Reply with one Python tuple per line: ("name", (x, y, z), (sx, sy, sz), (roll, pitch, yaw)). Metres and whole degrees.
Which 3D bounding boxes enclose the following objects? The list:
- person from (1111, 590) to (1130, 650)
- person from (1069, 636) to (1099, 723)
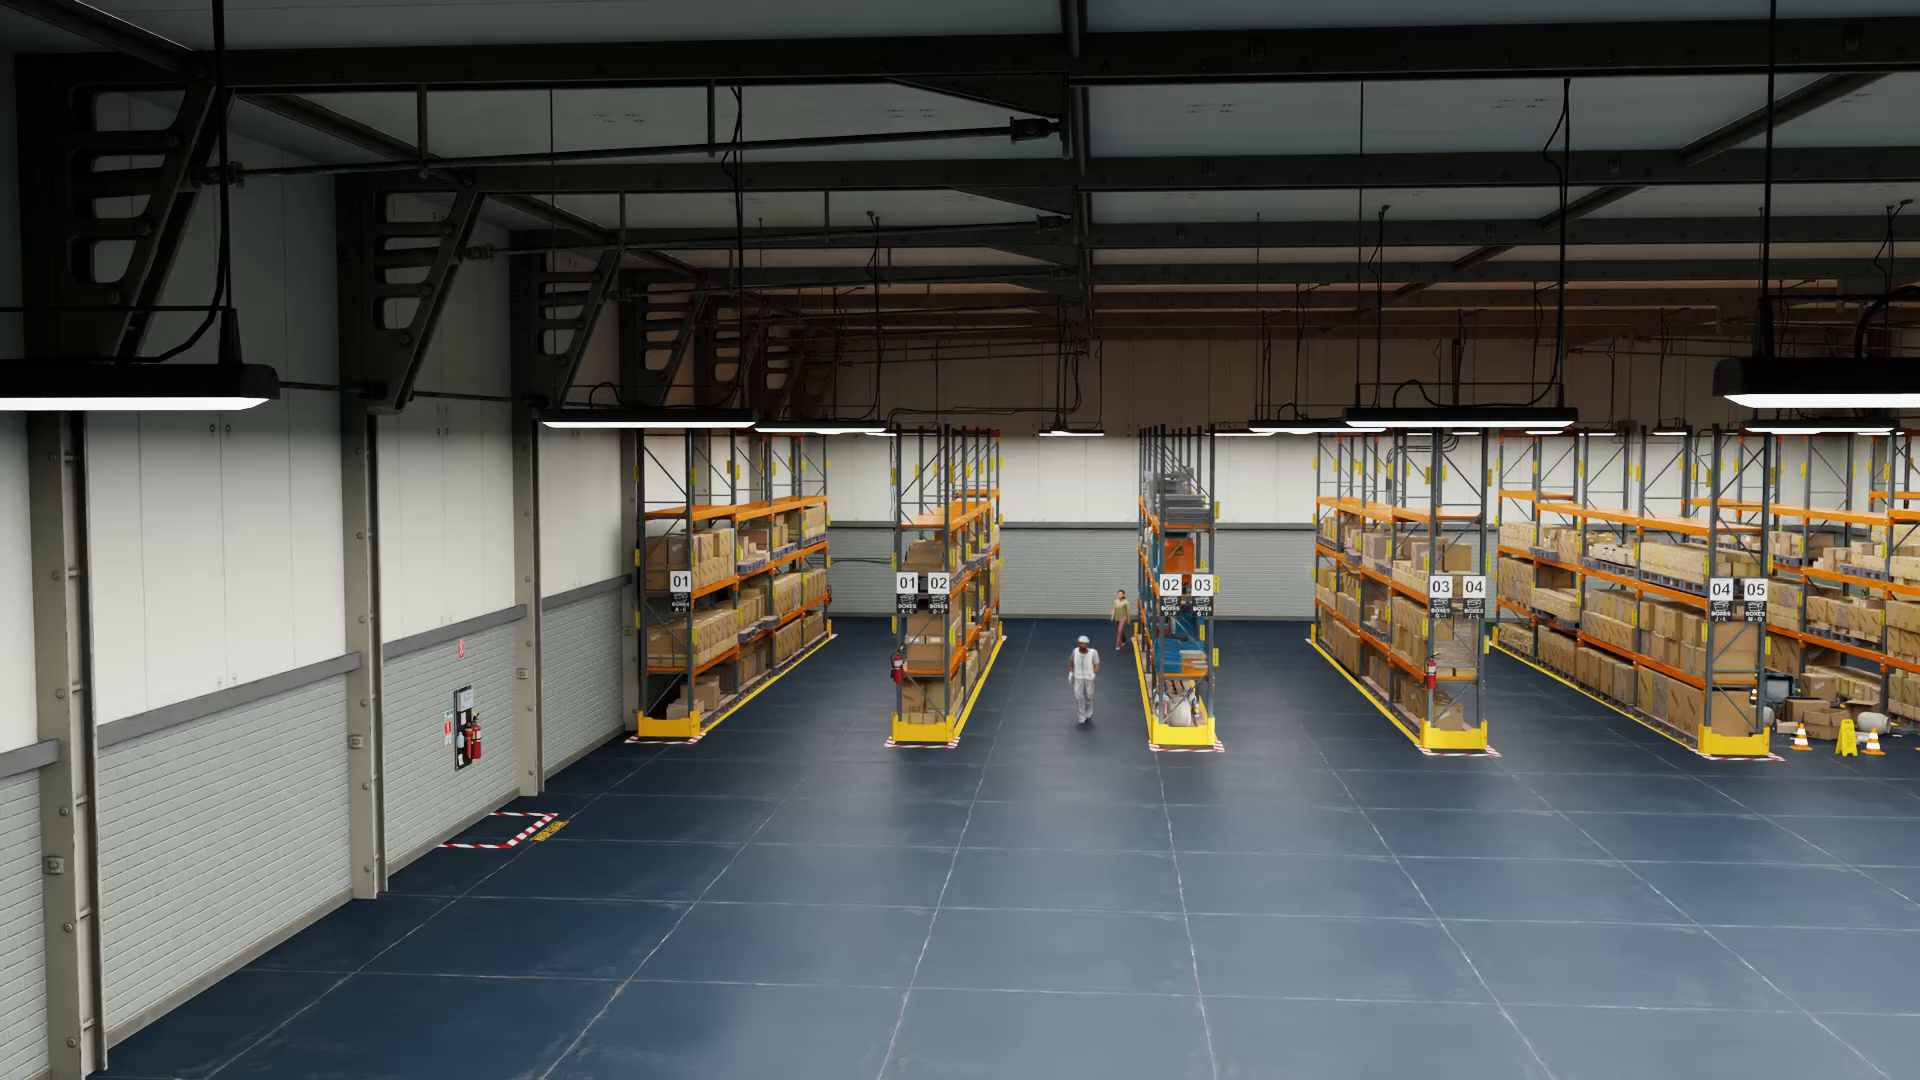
("person", (4.371, 2.156, 45.079), (0.469, 1.615, 1.068), (2, 4, 28))
("person", (2.510, 2.849, 33.765), (0.657, 1.832, 0.824), (1, 4, 12))
